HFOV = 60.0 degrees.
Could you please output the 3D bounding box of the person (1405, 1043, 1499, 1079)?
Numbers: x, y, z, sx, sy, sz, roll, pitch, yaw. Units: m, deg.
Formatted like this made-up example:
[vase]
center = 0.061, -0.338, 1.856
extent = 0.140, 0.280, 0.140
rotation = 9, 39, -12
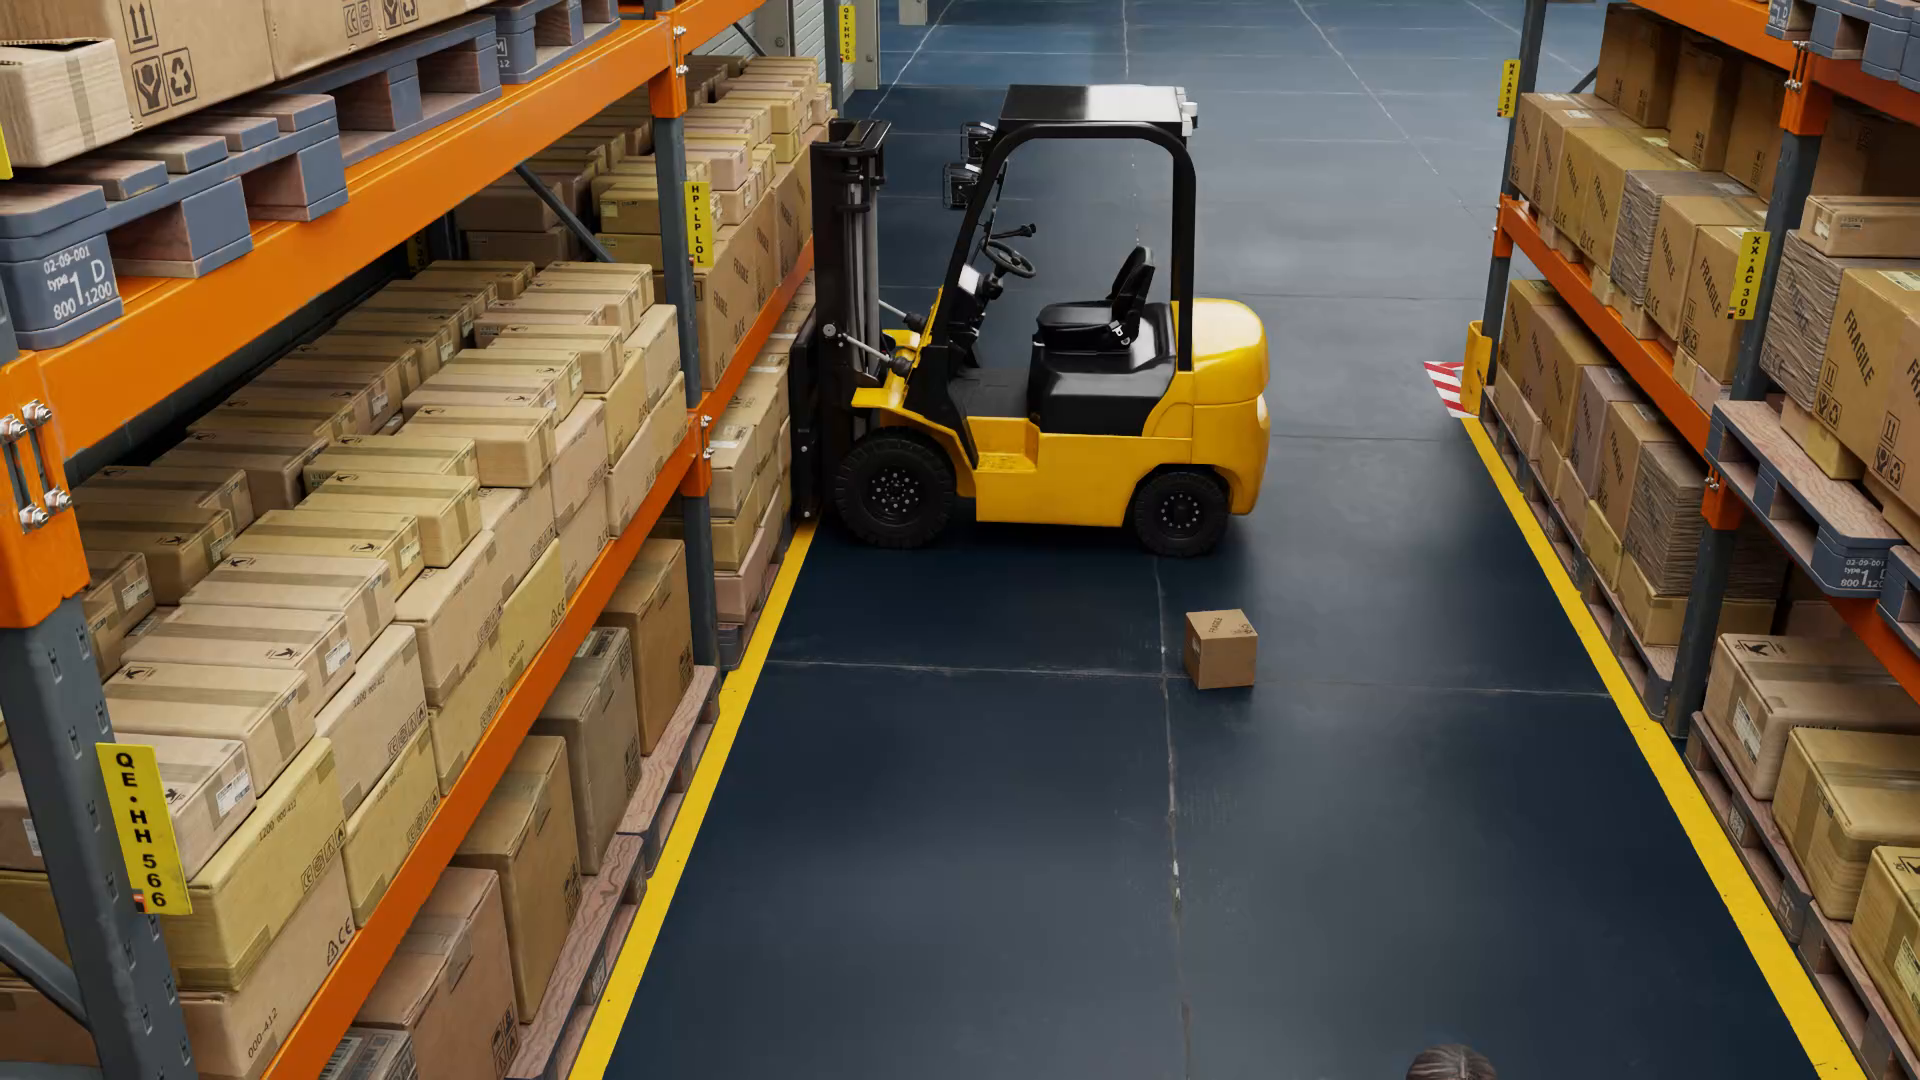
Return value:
[person]
center = 0.814, 1.650, 3.026
extent = 0.485, 1.645, 0.441
rotation = -1, 25, -2
